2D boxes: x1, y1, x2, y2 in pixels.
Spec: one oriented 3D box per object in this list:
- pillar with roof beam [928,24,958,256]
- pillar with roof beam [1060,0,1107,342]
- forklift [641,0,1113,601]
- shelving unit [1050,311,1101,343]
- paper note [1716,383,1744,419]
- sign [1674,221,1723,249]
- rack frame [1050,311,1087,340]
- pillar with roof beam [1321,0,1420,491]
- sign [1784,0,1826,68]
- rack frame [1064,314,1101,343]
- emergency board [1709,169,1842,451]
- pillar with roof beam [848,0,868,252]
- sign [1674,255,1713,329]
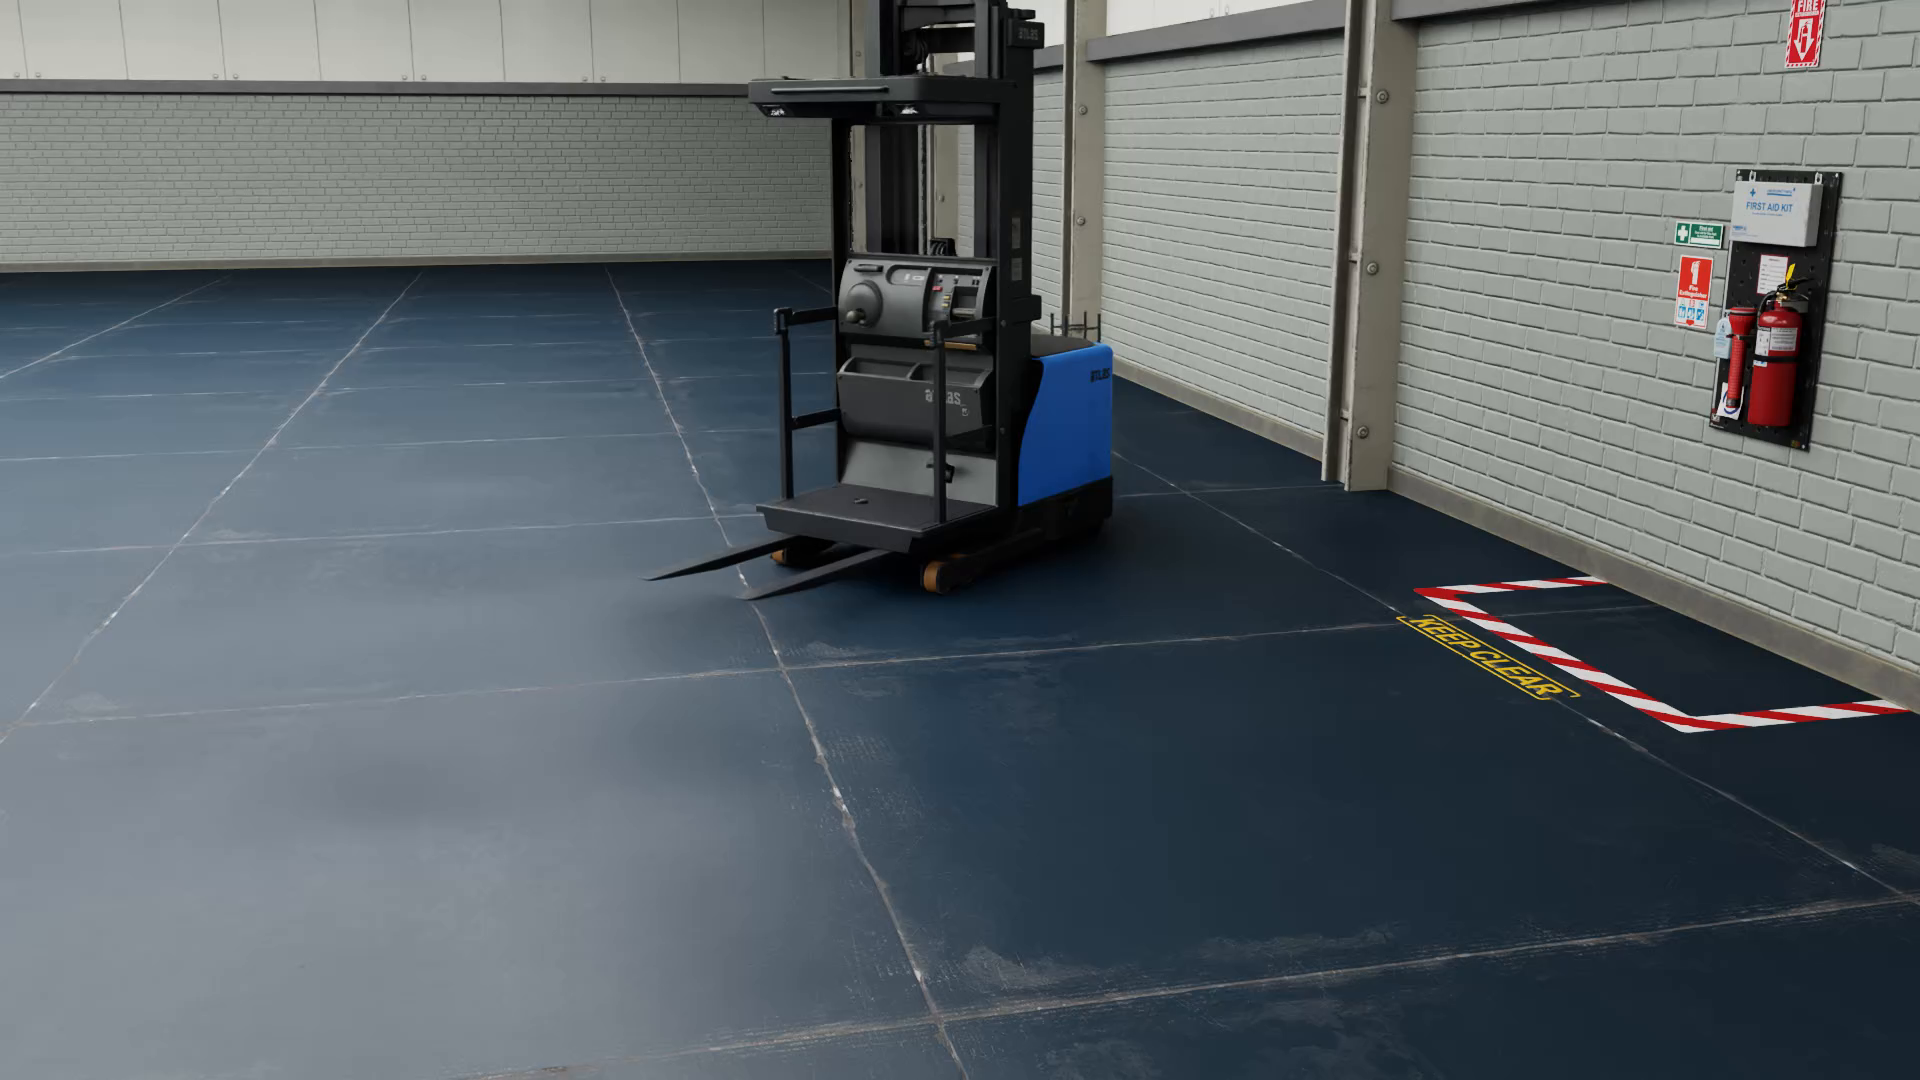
[{"bbox_3d":[-4.400,-7.269,20.217,9.100,9.000,0.400,-3,14,-13],"label":"pillar with roof beam"},{"bbox_3d":[-2.991,-5.884,14.552,9.100,9.000,0.400,-3,14,-13],"label":"pillar with roof beam"},{"bbox_3d":[-0.358,-1.282,8.498,1.130,2.935,3.031,9,17,33],"label":"forklift"},{"bbox_3d":[0.695,-0.759,9.994,0.258,1.200,0.189,-6,14,-22],"label":"shelving unit"},{"bbox_3d":[3.494,-0.631,7.545,0.016,0.148,0.142,-3,14,-13],"label":"paper note"},{"bbox_3d":[3.431,-1.421,7.729,0.001,0.109,0.331,-3,14,-13],"label":"sign"},{"bbox_3d":[0.660,-0.778,10.077,0.240,1.200,0.006,-6,14,-22],"label":"rack frame"},{"bbox_3d":[-1.582,-4.500,8.886,9.100,9.000,0.400,-3,14,-13],"label":"pillar with roof beam"},{"bbox_3d":[3.564,-2.148,7.012,0.001,0.298,0.199,-3,14,-13],"label":"sign"},{"bbox_3d":[0.729,-0.741,9.912,0.240,1.200,0.006,-6,14,-22],"label":"rack frame"},{"bbox_3d":[3.469,-1.014,7.257,0.194,1.169,0.643,-3,14,-13],"label":"emergency board"},{"bbox_3d":[-5.809,-8.653,25.883,9.100,9.000,0.400,-3,14,-13],"label":"pillar with roof beam"},{"bbox_3d":[3.439,-1.165,7.799,0.001,0.329,0.234,-3,14,-13],"label":"sign"}]
